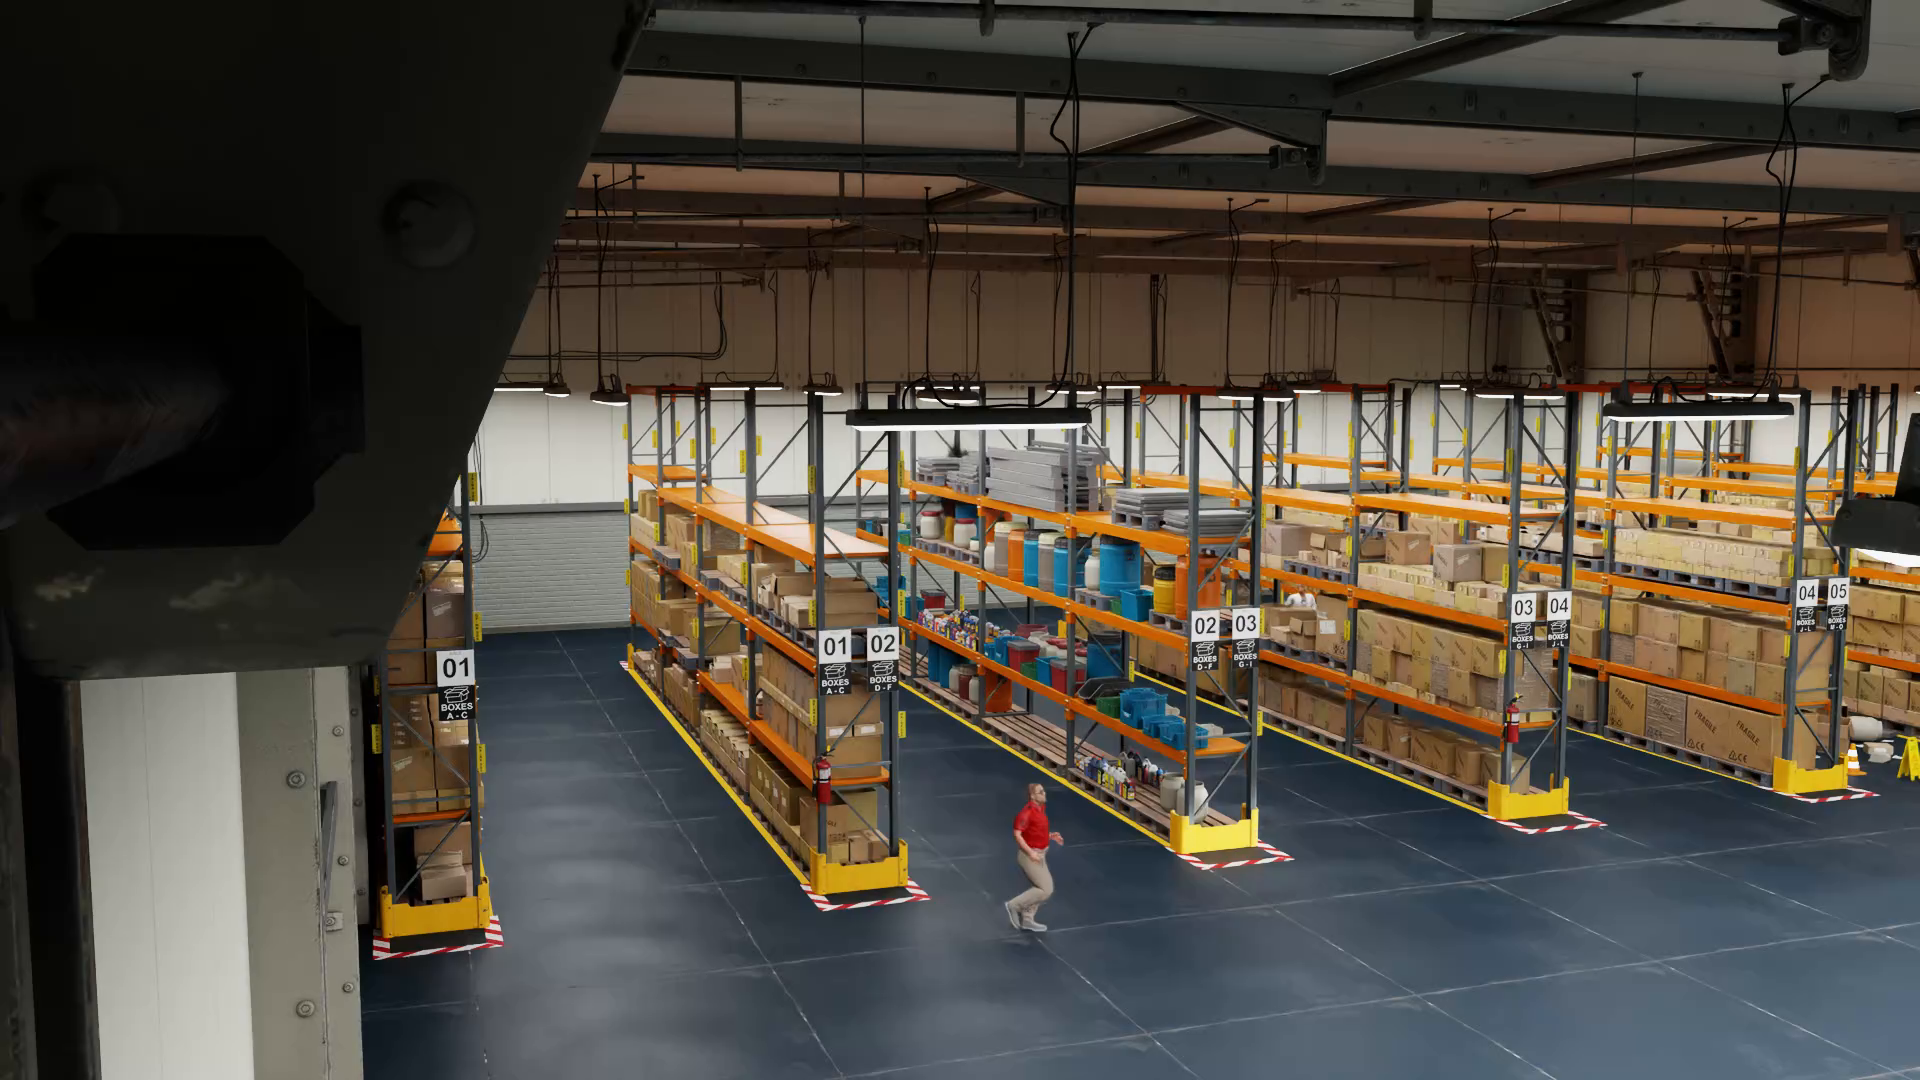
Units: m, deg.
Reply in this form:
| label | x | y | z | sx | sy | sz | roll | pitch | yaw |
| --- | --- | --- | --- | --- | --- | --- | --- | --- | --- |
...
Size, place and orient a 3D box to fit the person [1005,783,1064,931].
| label | x | y | z | sx | sy | sz | roll | pitch | yaw |
| --- | --- | --- | --- | --- | --- | --- | --- | --- | --- |
| person | 0.844 | 3.565 | 18.732 | 0.631 | 1.697 | 0.649 | 1 | 6 | 10 |

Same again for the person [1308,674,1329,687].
| label | x | y | z | sx | sy | sz | roll | pitch | yaw |
| --- | --- | --- | --- | --- | --- | --- | --- | --- | --- |
| person | 6.933 | 2.302 | 32.247 | 0.548 | 1.267 | 0.657 | -2 | 6 | -21 |

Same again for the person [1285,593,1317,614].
| label | x | y | z | sx | sy | sz | roll | pitch | yaw |
| --- | --- | --- | --- | --- | --- | --- | --- | --- | --- |
| person | 7.319 | 1.893 | 35.609 | 0.694 | 1.561 | 0.898 | -1 | 6 | -12 |
